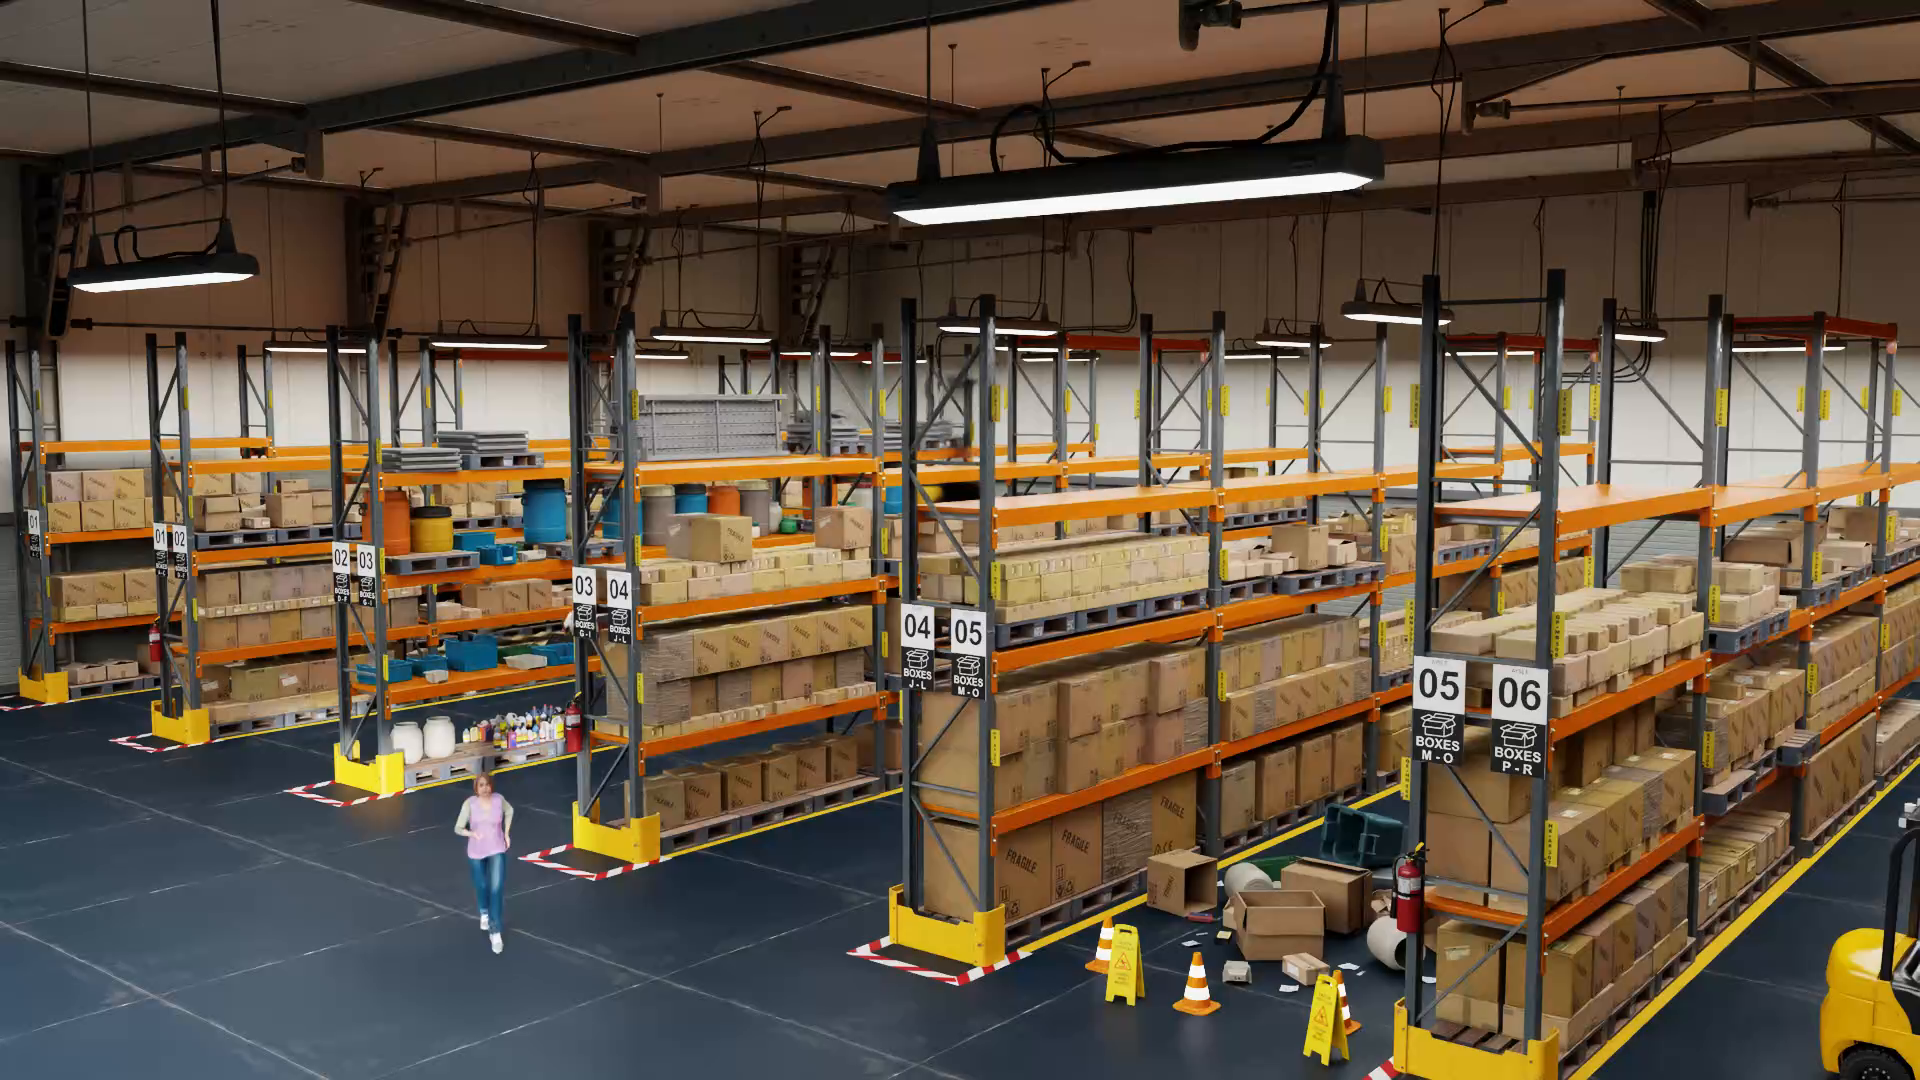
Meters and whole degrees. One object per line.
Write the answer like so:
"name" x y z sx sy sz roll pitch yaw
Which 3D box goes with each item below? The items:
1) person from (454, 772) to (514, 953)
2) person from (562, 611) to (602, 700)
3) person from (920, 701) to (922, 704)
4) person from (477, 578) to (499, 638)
"person" -4.443 2.958 15.557 0.528 1.630 0.757 -1 5 -14
"person" -6.308 1.763 27.826 0.719 1.751 0.926 2 5 20
"person" -0.547 1.732 25.871 0.612 1.662 0.499 4 6 36
"person" -9.061 1.437 31.842 0.658 1.743 0.593 4 6 37
